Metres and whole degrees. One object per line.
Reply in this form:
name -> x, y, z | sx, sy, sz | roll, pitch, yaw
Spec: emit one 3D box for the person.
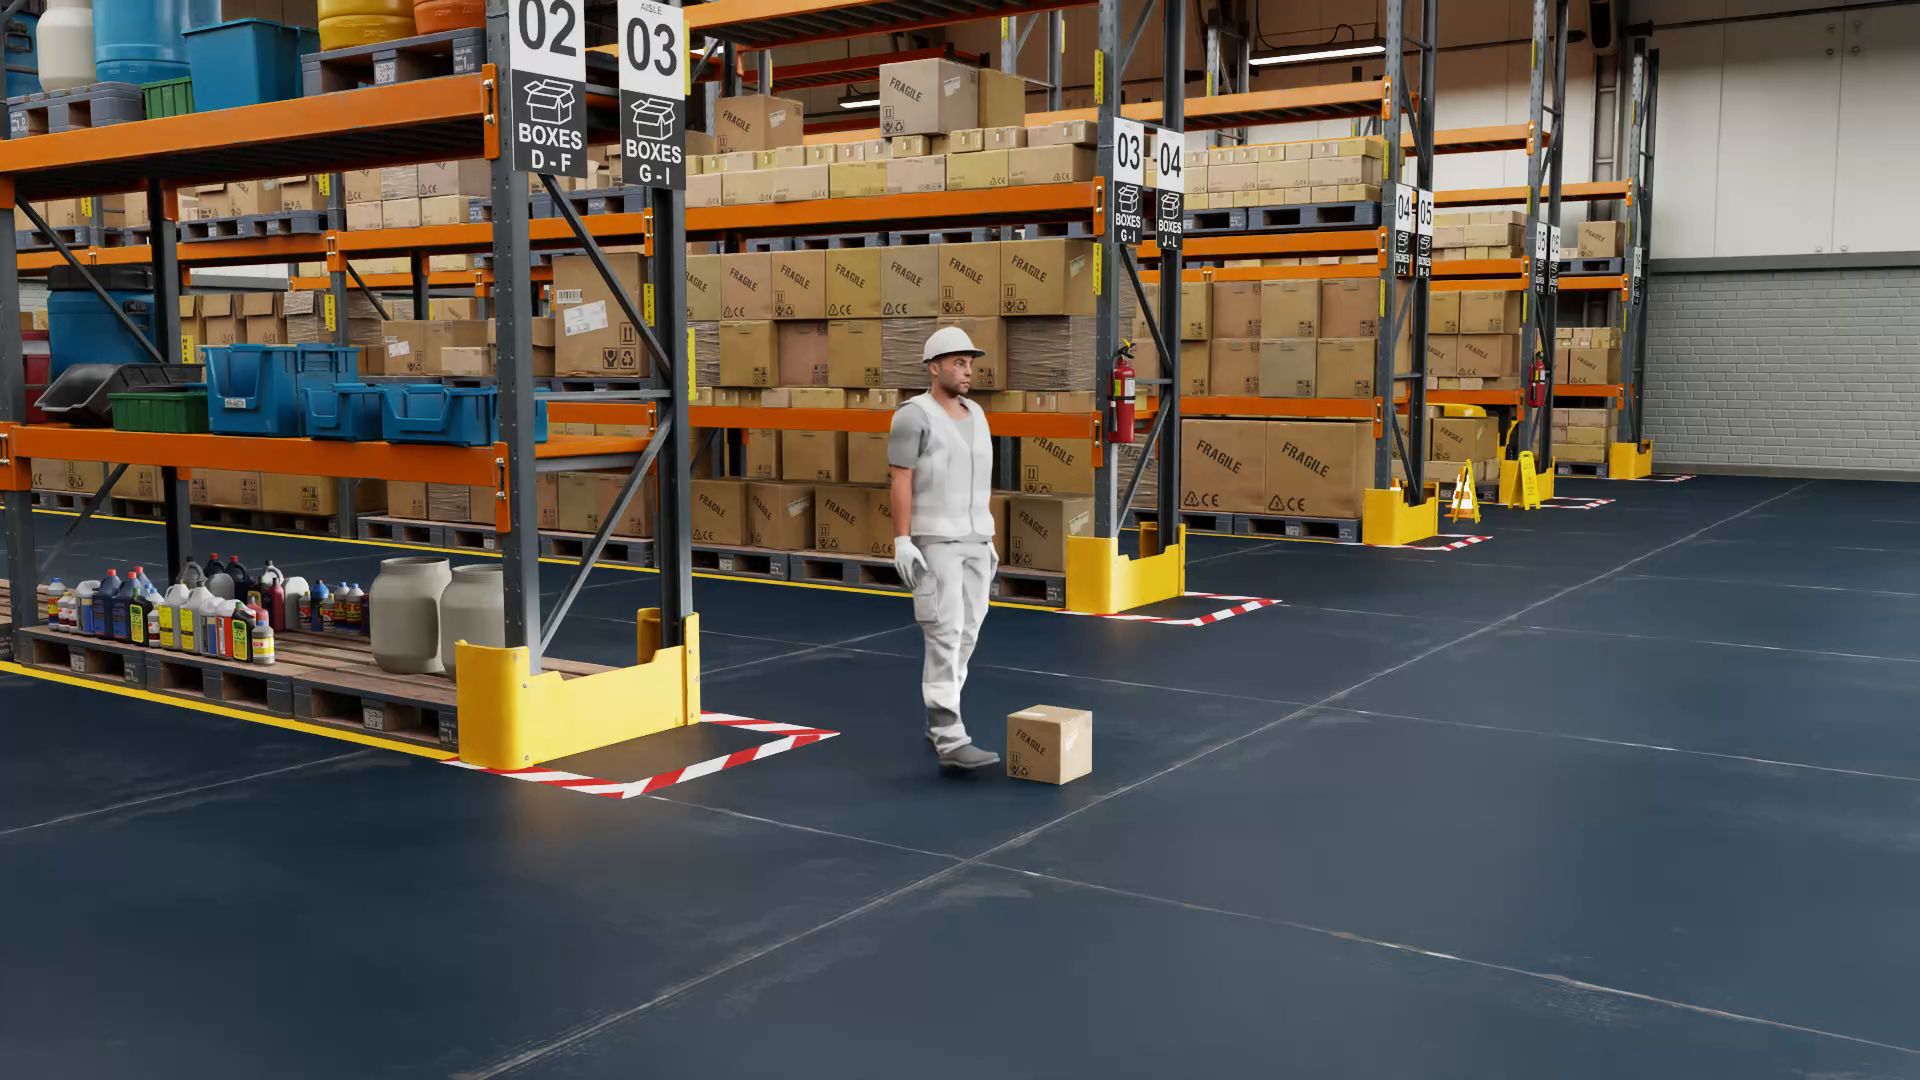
person -> -0.004, 0.026, 6.821 | 0.550, 1.792, 0.644 | -6, 9, -43
